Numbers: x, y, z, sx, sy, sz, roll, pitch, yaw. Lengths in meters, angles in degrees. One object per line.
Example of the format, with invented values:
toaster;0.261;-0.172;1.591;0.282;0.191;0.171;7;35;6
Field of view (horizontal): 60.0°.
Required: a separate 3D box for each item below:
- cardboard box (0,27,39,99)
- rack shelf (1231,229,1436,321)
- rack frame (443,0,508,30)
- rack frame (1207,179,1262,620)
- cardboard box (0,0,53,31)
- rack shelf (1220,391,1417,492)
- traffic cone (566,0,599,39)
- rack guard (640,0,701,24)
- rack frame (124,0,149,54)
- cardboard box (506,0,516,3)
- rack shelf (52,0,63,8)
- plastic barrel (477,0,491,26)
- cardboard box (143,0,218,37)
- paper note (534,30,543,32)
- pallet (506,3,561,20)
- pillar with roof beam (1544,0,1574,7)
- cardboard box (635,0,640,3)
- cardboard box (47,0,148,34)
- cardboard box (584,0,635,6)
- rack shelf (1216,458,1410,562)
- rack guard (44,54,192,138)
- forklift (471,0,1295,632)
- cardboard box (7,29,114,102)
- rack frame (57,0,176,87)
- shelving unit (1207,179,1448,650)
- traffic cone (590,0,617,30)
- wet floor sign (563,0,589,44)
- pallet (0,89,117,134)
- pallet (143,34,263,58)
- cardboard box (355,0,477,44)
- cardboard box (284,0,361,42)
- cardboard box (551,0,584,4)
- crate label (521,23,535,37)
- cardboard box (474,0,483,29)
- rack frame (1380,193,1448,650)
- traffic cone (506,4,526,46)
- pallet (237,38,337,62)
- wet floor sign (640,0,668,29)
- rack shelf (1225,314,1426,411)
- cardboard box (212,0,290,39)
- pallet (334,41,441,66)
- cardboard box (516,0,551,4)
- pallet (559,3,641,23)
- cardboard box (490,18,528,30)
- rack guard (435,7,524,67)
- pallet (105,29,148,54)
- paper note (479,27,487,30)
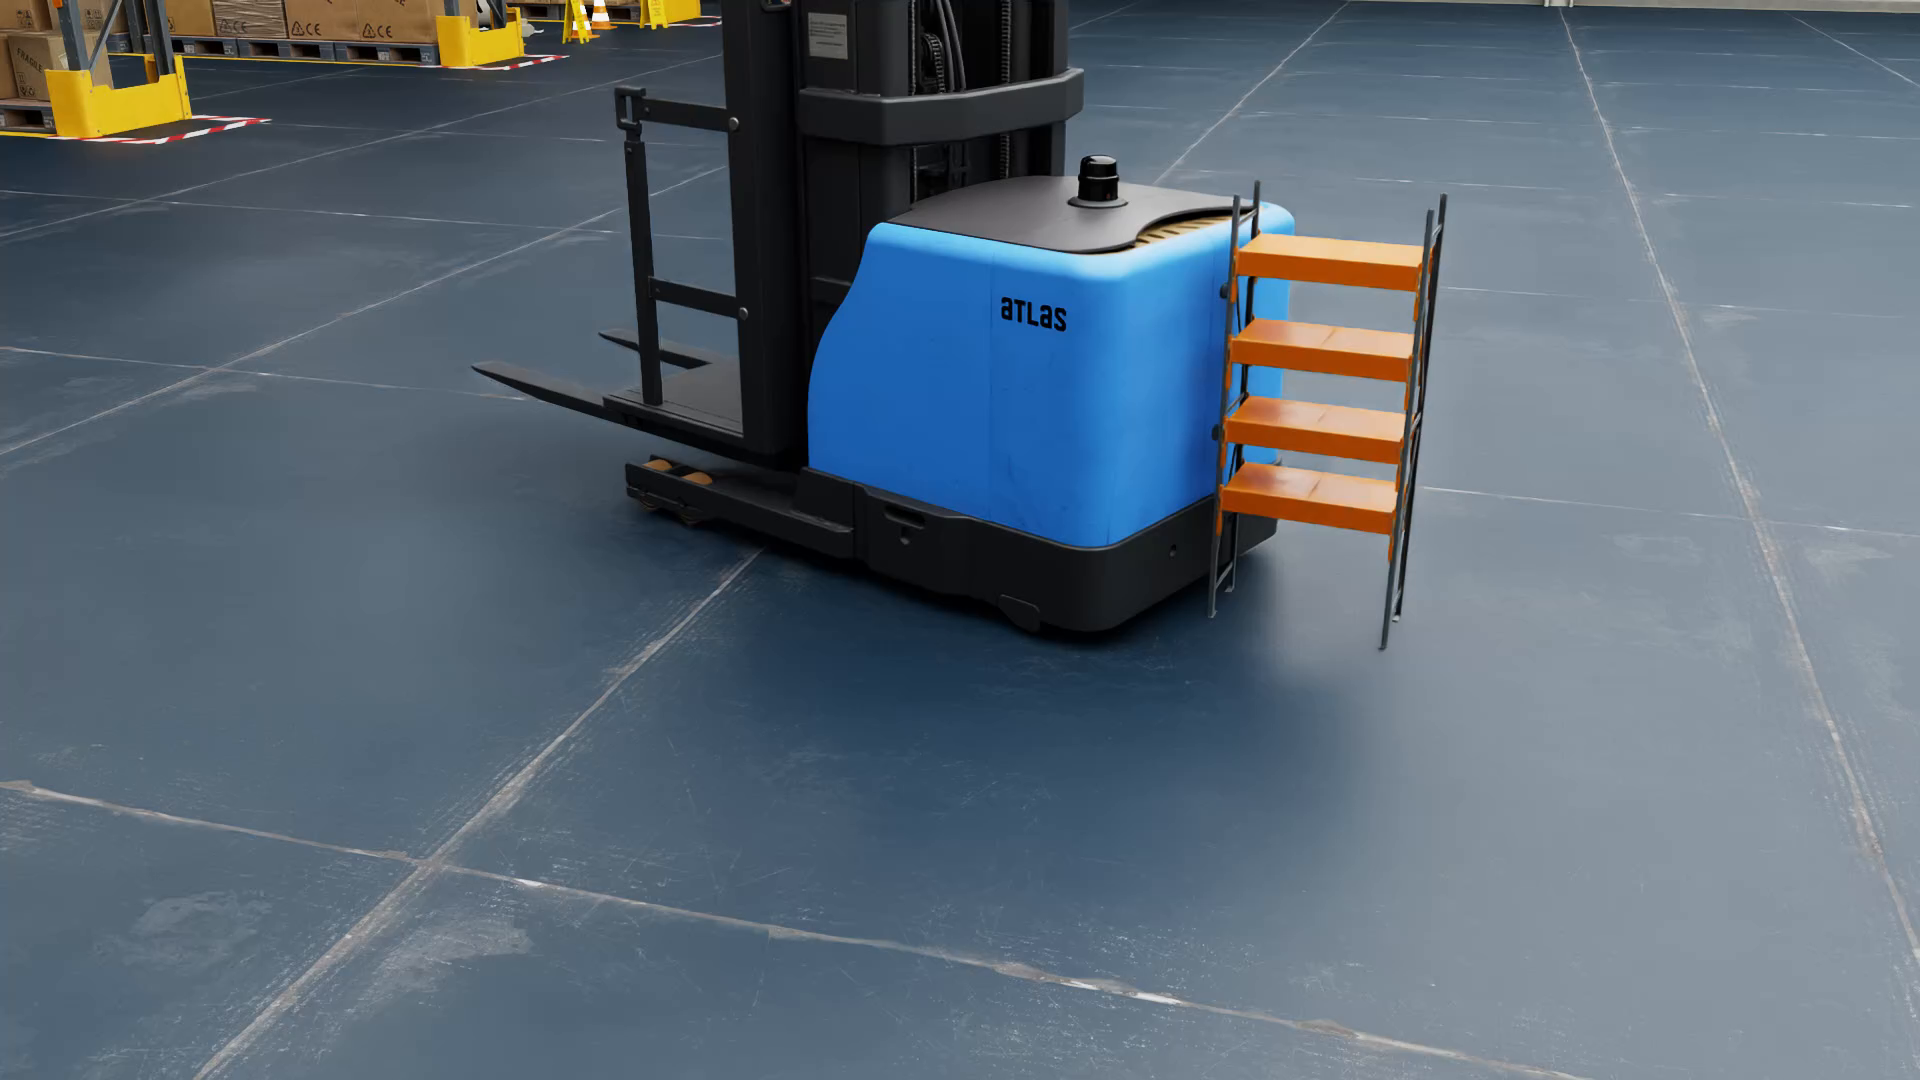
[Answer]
cardboard box;-7.802;-3.870;13.493;0.500;0.500;0.500;13;26;29
rack shelf;0.980;-0.699;4.357;0.480;0.148;0.258;9;24;22
rack frame;-5.098;-6.496;17.154;0.127;3.000;1.000;7;23;16
rack frame;0.756;-0.372;4.596;0.015;1.200;0.240;9;24;22
cardboard box;-10.470;-6.230;18.918;0.750;0.750;1.050;7;23;15
rack shelf;0.980;-0.273;4.531;0.480;0.148;0.258;9;24;22
traffic cone;-4.544;-6.270;19.945;0.334;0.463;0.336;7;23;16
rack guard;-3.837;-7.157;22.060;0.348;0.500;1.175;7;23;16
rack frame;-8.927;-6.934;18.223;0.127;3.000;1.000;7;23;16
cardboard box;-6.084;-7.392;22.408;0.500;0.250;0.500;6;23;15
rack shelf;-8.542;-4.591;13.459;4.000;0.370;1.077;7;23;16
plastic barrel;-6.179;-6.790;21.265;0.512;0.421;0.421;-14;26;-30
cardboard box;-8.345;-6.051;18.316;0.875;0.875;0.875;7;23;16
paper note;-5.245;-6.312;20.618;0.142;0.019;0.148;-1;22;-3
pallet;-5.769;-7.260;22.691;1.213;0.211;1.003;7;23;16
pillar with roof beam;7.504;-10.409;18.789;0.400;9.000;9.100;7;23;16
cardboard box;-4.457;-7.417;22.468;0.500;0.250;0.500;6;23;15
cardboard box;-9.548;-6.123;18.656;0.750;0.750;1.050;6;23;15
cardboard box;-4.639;-7.221;21.992;0.500;0.250;0.500;6;23;15
rack shelf;0.980;-0.089;4.607;0.480;0.148;0.258;9;24;22
rack guard;-6.700;-3.557;13.282;0.348;0.500;1.175;7;23;16
forklift;-0.475;-1.544;5.173;3.031;2.935;1.130;17;28;36
cardboard box;-7.220;-3.817;13.364;0.500;0.500;0.500;11;25;25
rack frame;-6.627;-4.705;12.788;0.127;3.000;1.000;7;23;16
shelving unit;0.980;-0.335;4.506;0.503;1.200;0.258;9;24;22
traffic cone;-4.549;-6.710;21.019;0.334;0.463;0.336;7;23;16
wet floor sign;-4.498;-6.123;19.347;0.232;0.644;0.267;3;22;6
pallet;-7.468;-3.525;13.586;1.213;0.211;1.003;7;23;16
pallet;-8.222;-5.533;18.480;1.213;0.211;1.003;7;23;15
cardboard box;-5.766;-5.758;17.600;0.875;0.875;0.875;7;23;16
cardboard box;-6.609;-5.853;17.833;0.875;0.875;0.875;6;23;15
cardboard box;-5.110;-7.278;22.131;0.500;0.250;0.500;7;23;16
crate label;-5.315;-6.183;20.162;0.298;0.136;0.250;-5;23;-12
cardboard box;-6.178;-6.423;20.266;0.637;0.503;0.797;-9;24;-21
rack frame;1.204;-0.298;4.416;0.015;1.200;0.240;9;24;22
traffic cone;-5.196;-5.896;19.035;0.334;0.463;0.336;7;23;16
pallet;-7.050;-5.400;18.155;1.213;0.211;1.003;7;23;15
wet floor sign;-3.892;-6.807;21.014;0.232;0.644;0.267;16;27;34
rack shelf;0.980;-0.480;4.446;0.480;0.148;0.258;9;24;22
cardboard box;-7.481;-5.954;18.079;0.875;0.875;0.875;7;23;16
pallet;-5.886;-5.265;17.828;1.213;0.211;1.003;7;23;15
cardboard box;-5.612;-7.334;22.266;0.500;0.250;0.500;6;23;14
pallet;-4.605;-7.126;22.363;1.213;0.211;1.003;7;23;16
cardboard box;-5.602;-6.396;20.667;0.380;0.149;0.250;-20;29;-39
rack guard;-5.075;-5.337;17.622;0.348;0.500;1.175;7;23;16
pallet;-9.688;-5.702;18.892;1.213;0.211;1.003;7;23;16
paper note;-6.015;-6.455;20.980;0.142;0.019;0.148;16;27;34
